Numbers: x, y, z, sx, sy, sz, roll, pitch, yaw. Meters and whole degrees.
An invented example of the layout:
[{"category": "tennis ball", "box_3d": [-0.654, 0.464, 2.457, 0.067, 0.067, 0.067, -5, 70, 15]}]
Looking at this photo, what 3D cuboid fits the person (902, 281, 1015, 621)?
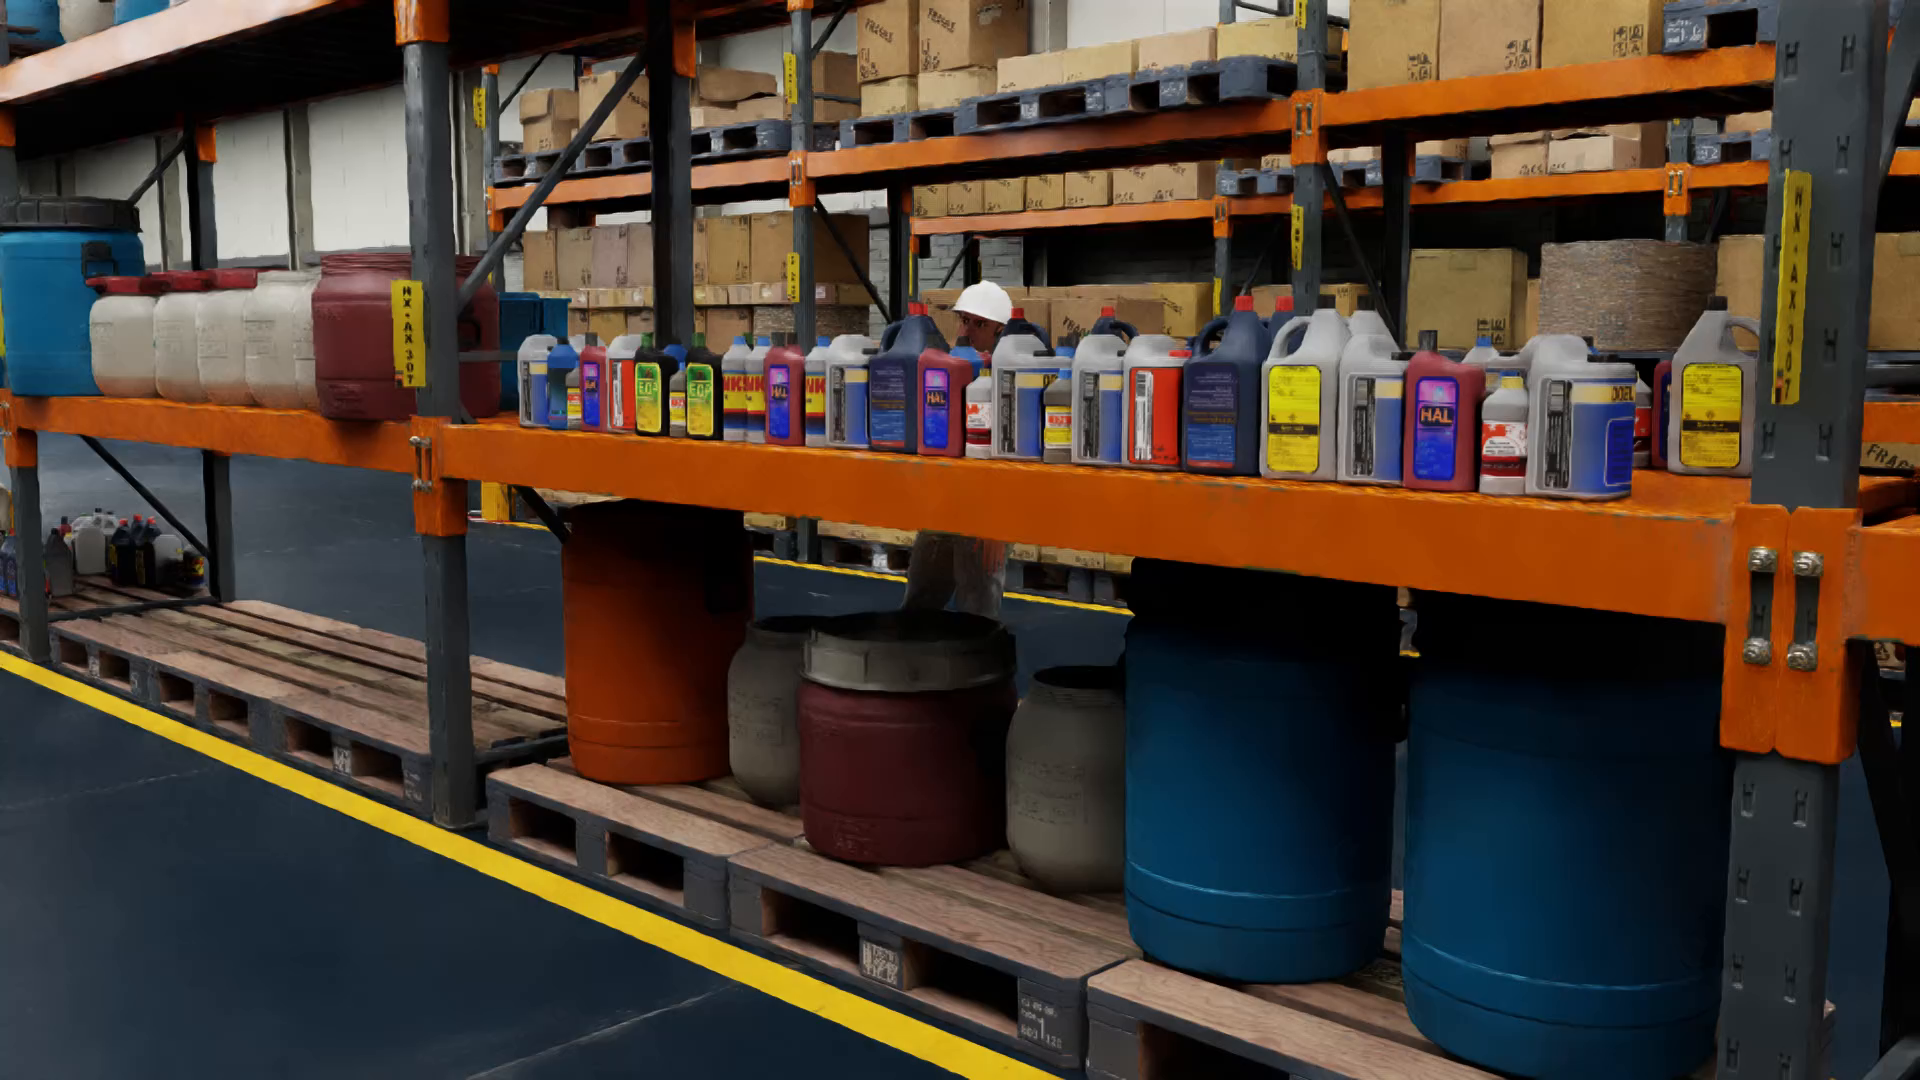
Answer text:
[{"category": "person", "box_3d": [0.018, -0.083, 6.305, 0.386, 1.762, 0.585, -4, 8, -30]}]
